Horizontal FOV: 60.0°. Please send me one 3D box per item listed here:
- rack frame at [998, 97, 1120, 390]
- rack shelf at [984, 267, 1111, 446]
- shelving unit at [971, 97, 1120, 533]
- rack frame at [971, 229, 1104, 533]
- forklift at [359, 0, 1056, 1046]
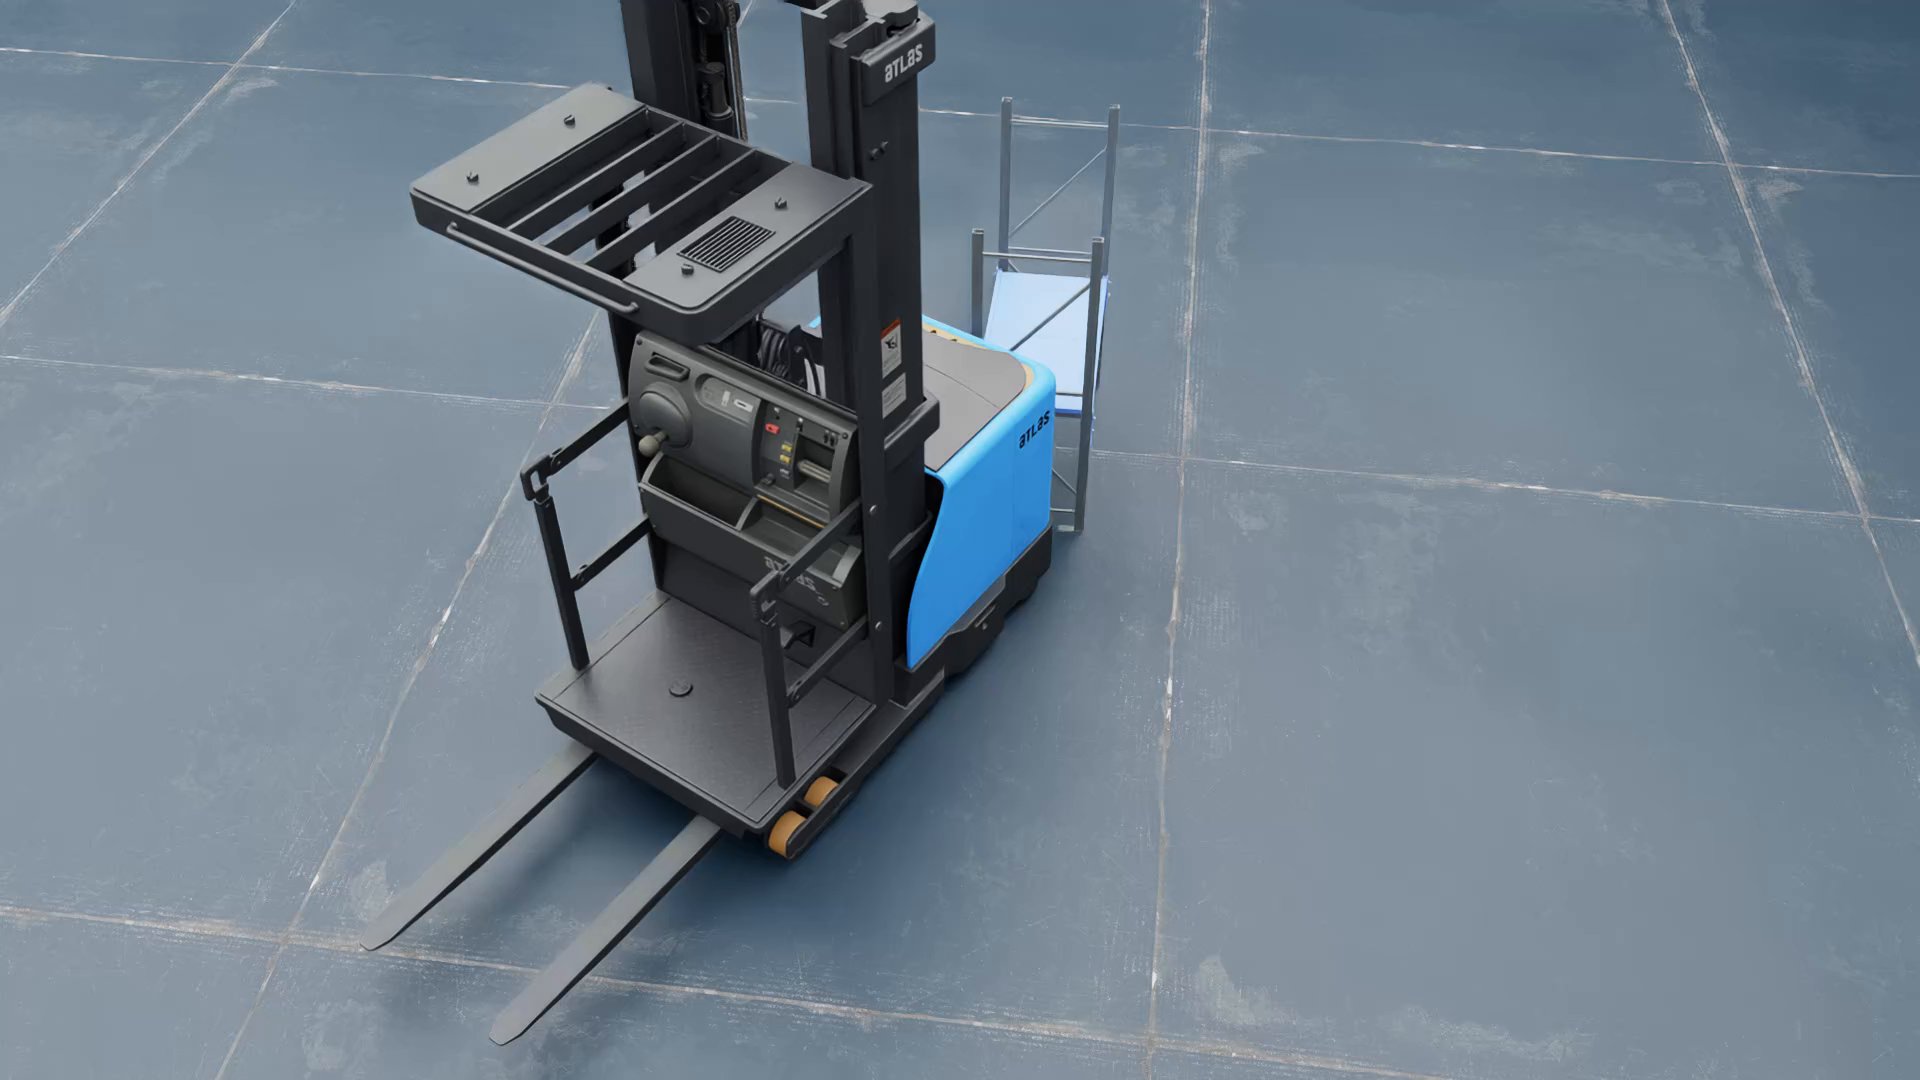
[{"bbox_3d":[0.424,-1.300,7.532,0.500,1.500,0.032,5,44,5],"label":"rack frame"},{"bbox_3d":[0.359,-0.823,7.290,0.538,0.185,1.000,5,44,5],"label":"rack shelf"},{"bbox_3d":[0.359,-0.954,7.166,0.538,1.500,1.048,5,44,5],"label":"shelving unit"},{"bbox_3d":[0.294,-0.607,6.800,0.500,1.500,0.032,5,44,5],"label":"rack frame"},{"bbox_3d":[-0.863,-0.294,5.428,1.130,2.935,3.031,25,49,24],"label":"forklift"}]
